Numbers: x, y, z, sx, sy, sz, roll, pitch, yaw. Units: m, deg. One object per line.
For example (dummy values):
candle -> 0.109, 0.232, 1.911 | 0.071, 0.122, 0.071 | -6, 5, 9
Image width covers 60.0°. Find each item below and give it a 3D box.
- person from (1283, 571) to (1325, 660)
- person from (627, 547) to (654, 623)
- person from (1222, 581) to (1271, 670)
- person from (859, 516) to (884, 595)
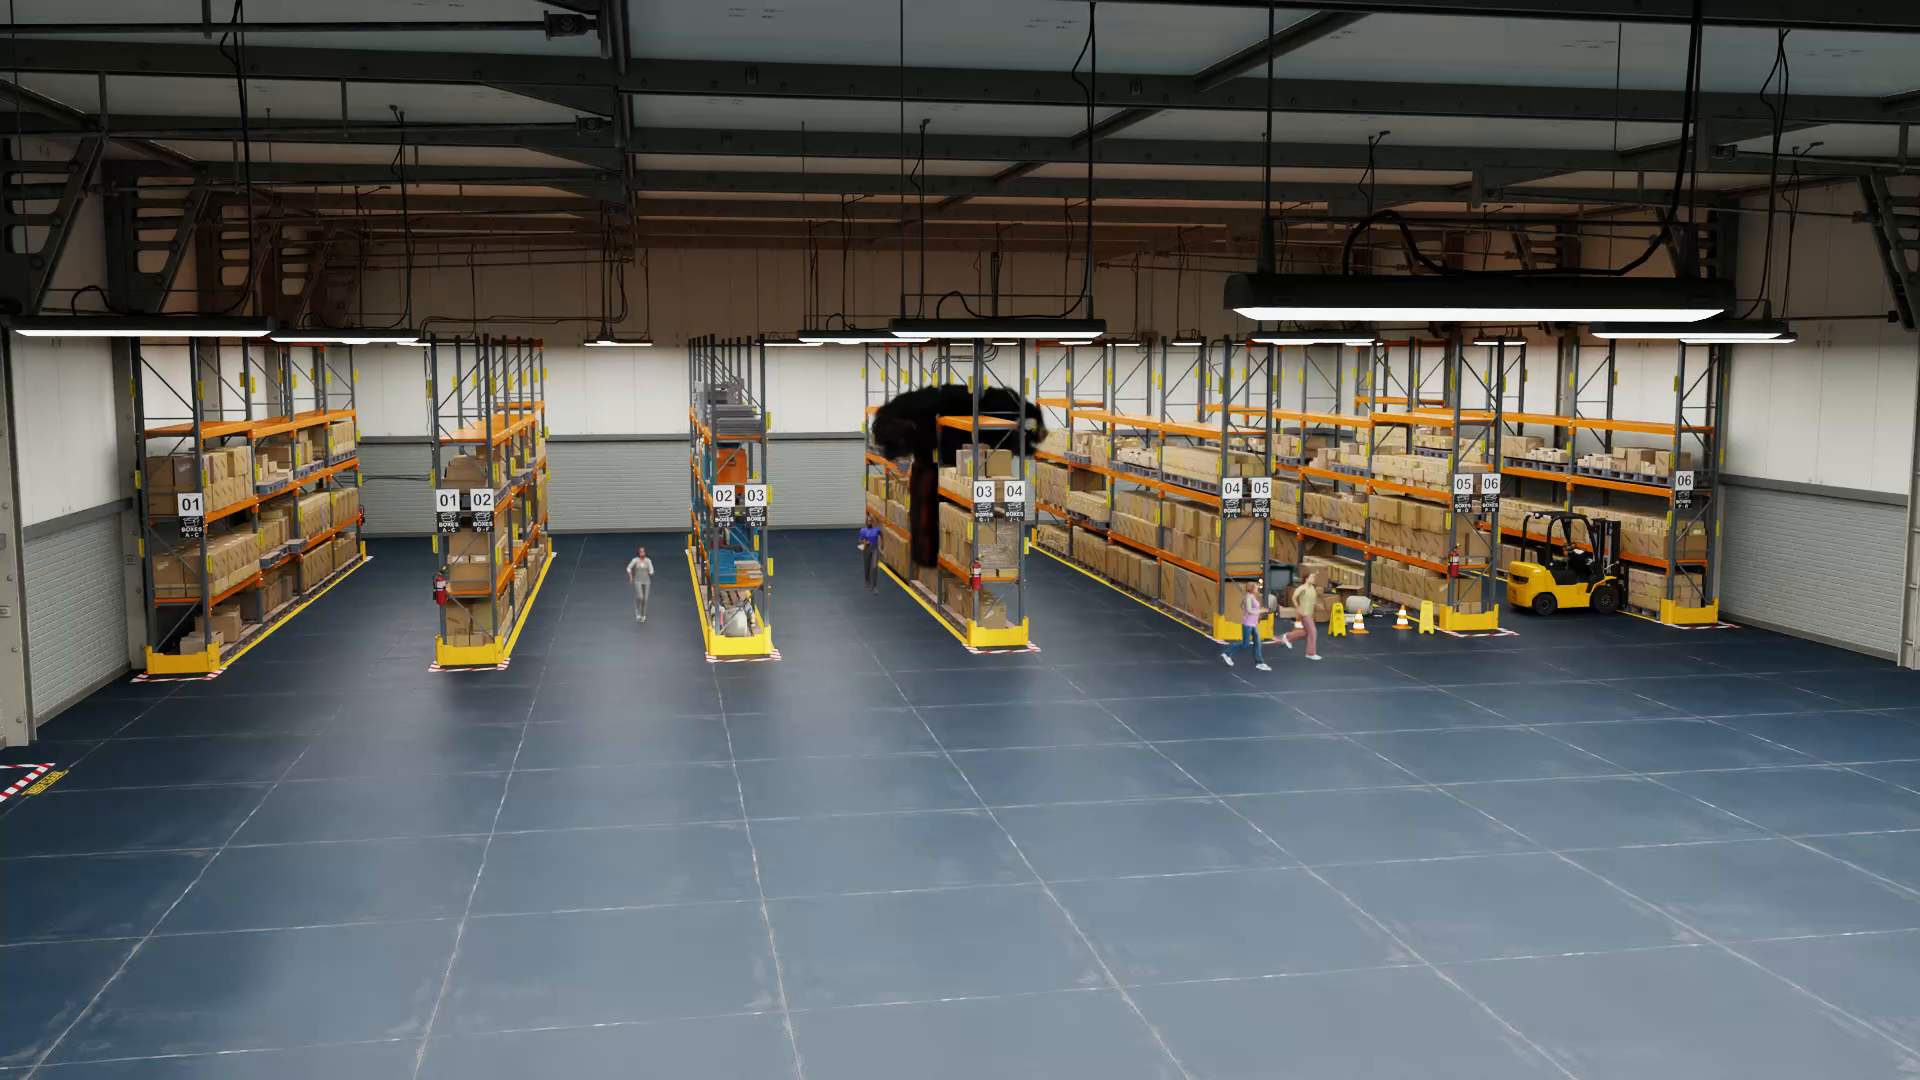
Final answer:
person -> 6.360, 1.378, 30.944 | 0.822, 1.641, 0.563 | 5, 8, 39
person -> -6.670, 0.938, 34.855 | 0.506, 1.592, 0.662 | -3, 7, -24
person -> 5.139, 1.518, 29.643 | 0.851, 1.586, 0.537 | 3, 7, 21
person -> -2.003, 0.335, 37.706 | 0.581, 1.748, 0.737 | -1, 7, -6
